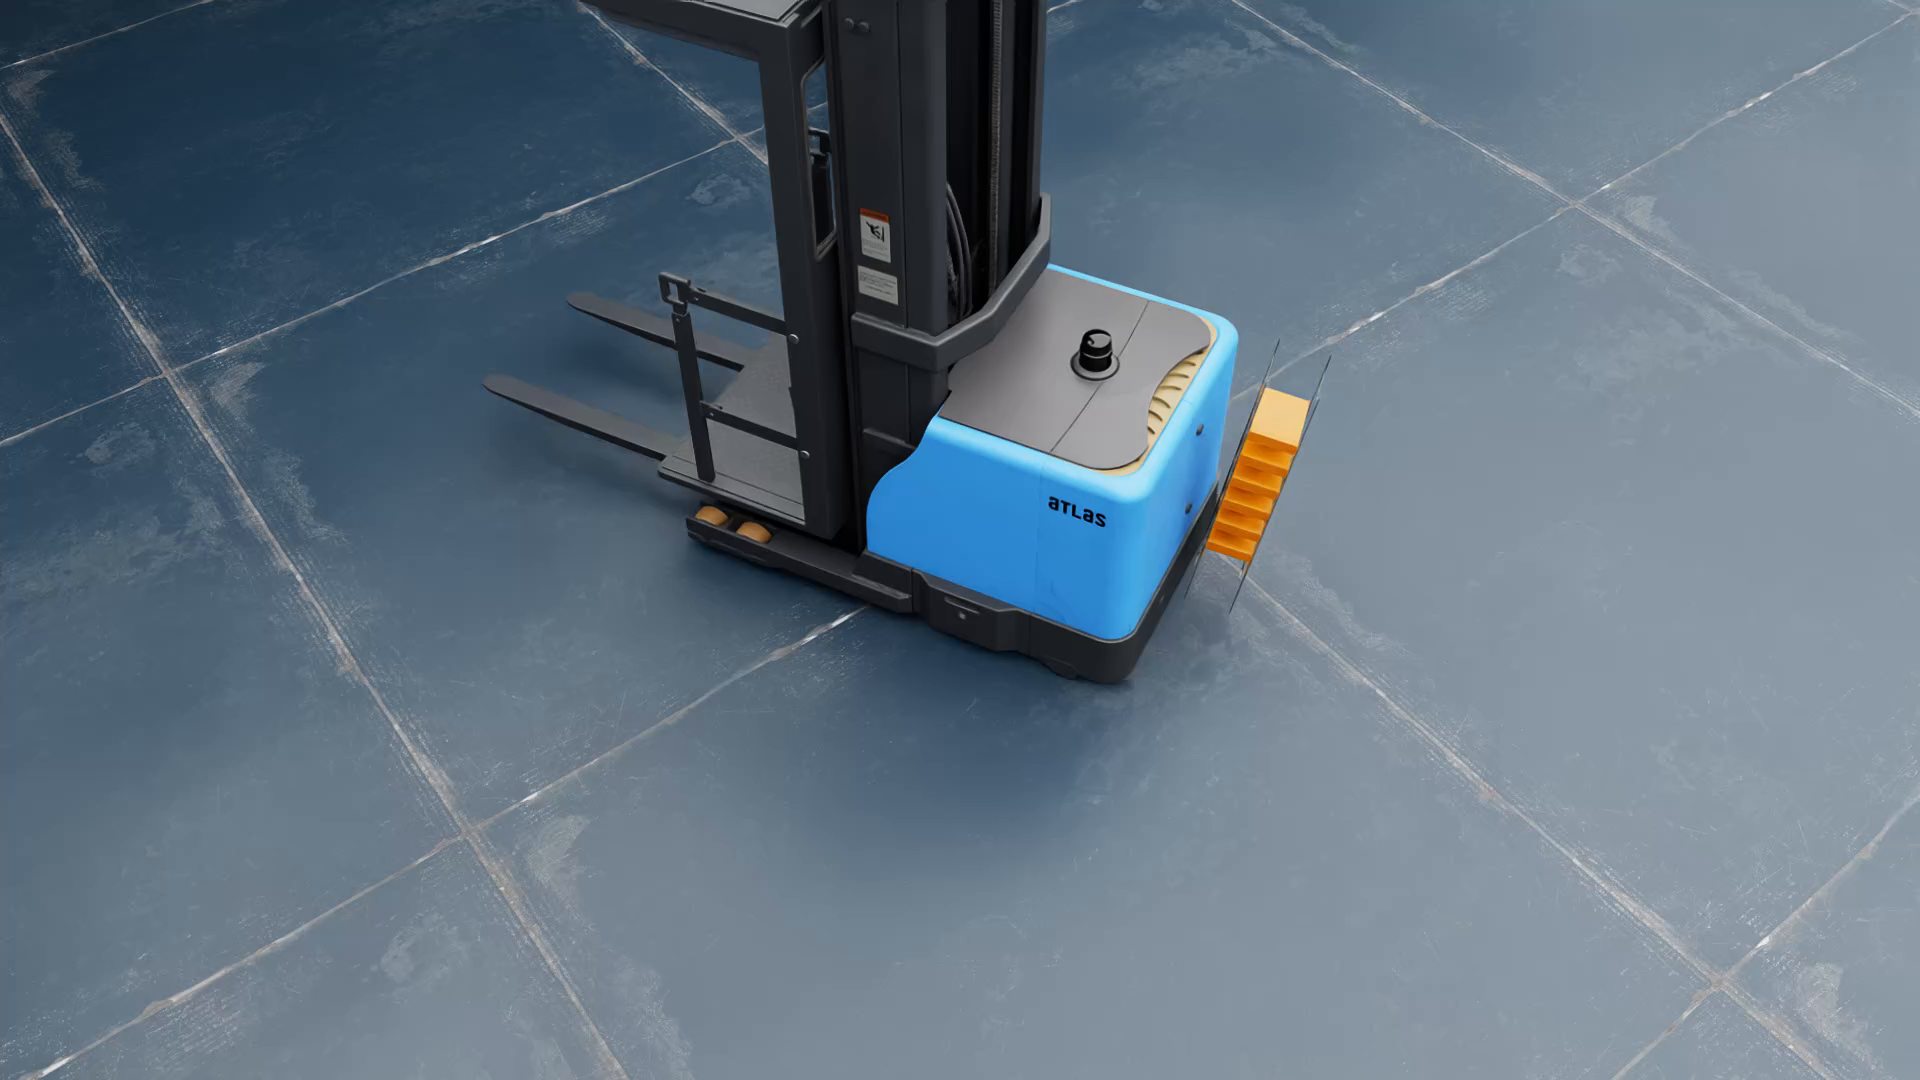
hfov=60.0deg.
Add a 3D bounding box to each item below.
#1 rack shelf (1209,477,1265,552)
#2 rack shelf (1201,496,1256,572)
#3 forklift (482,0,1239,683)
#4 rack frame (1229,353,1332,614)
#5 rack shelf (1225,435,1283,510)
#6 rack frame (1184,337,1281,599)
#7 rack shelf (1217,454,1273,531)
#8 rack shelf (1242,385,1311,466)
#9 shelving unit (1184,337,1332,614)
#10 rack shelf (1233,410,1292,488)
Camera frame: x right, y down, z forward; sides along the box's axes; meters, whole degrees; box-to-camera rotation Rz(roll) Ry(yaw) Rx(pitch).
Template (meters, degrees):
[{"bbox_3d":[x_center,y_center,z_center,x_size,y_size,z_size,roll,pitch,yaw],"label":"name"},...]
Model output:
[{"bbox_3d":[1.058,-0.103,6.241,0.180,0.103,0.258,19,50,6],"label":"rack shelf"},{"bbox_3d":[1.043,-0.026,6.333,0.180,0.103,0.258,19,50,6],"label":"rack shelf"},{"bbox_3d":[-0.528,-1.224,5.880,3.031,2.935,1.130,20,51,17],"label":"forklift"},{"bbox_3d":[1.166,-0.178,6.106,0.006,1.200,0.240,19,50,6],"label":"rack frame"},{"bbox_3d":[1.089,-0.255,6.058,0.180,0.103,0.258,19,50,6],"label":"rack shelf"},{"bbox_3d":[0.993,-0.236,6.126,0.006,1.200,0.240,19,50,6],"label":"rack frame"},{"bbox_3d":[1.074,-0.179,6.150,0.180,0.103,0.258,19,50,6],"label":"rack shelf"},{"bbox_3d":[1.120,-0.407,5.875,0.180,0.103,0.258,19,50,6],"label":"rack shelf"},{"bbox_3d":[1.079,-0.207,6.116,0.189,1.200,0.258,19,50,6],"label":"shelving unit"},{"bbox_3d":[1.104,-0.331,5.967,0.180,0.103,0.258,19,50,6],"label":"rack shelf"}]
